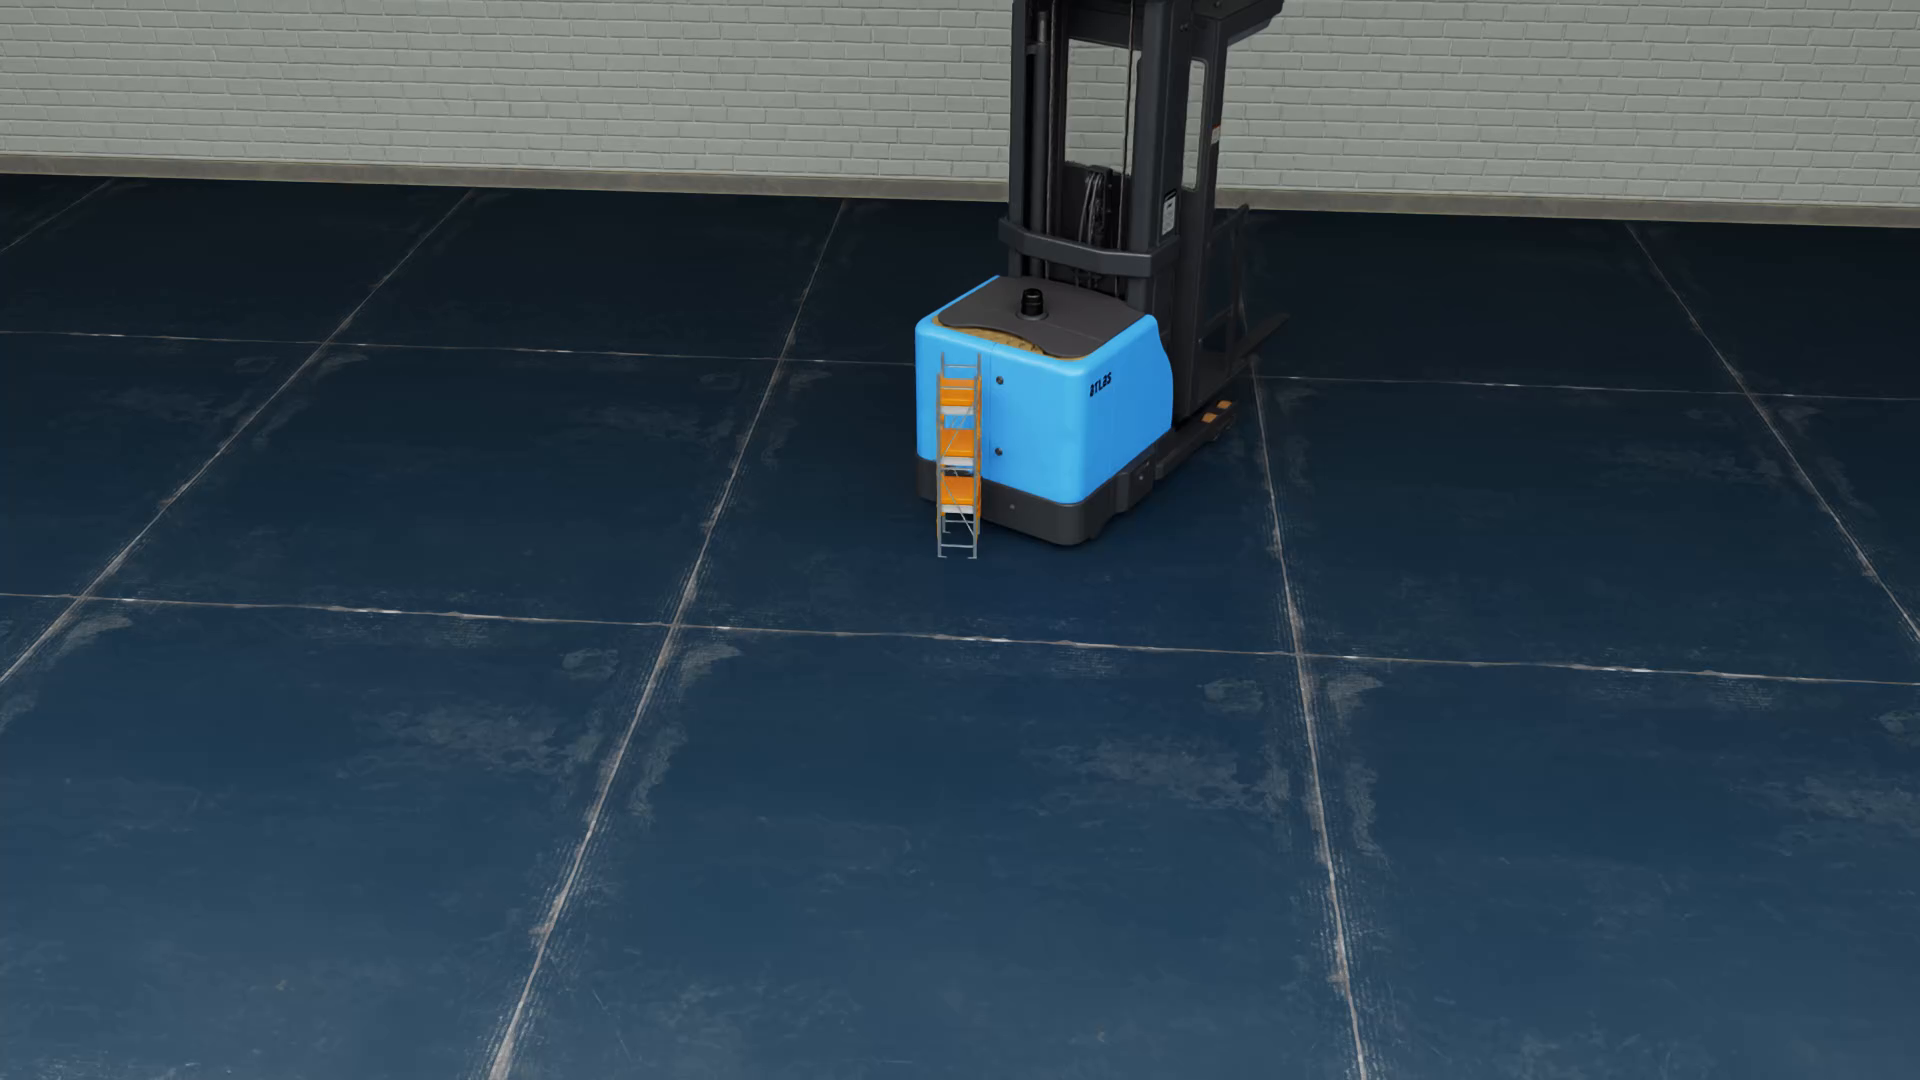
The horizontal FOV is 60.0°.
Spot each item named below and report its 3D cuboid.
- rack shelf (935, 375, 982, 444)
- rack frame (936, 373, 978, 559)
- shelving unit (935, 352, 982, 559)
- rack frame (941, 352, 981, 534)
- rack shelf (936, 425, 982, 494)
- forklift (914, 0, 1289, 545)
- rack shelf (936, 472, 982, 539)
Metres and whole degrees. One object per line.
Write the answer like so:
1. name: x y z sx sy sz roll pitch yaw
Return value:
1. rack shelf: -0.004 -0.652 8.286 0.215 0.259 0.240 2 32 4
2. rack frame: -0.014 -0.355 8.326 0.200 1.050 0.008 2 32 4
3. shelving unit: -0.004 -0.419 8.429 0.215 1.050 0.252 2 32 4
4. rack frame: 0.006 -0.483 8.533 0.200 1.050 0.008 2 32 4
5. rack shelf: -0.004 -0.410 8.435 0.215 0.259 0.240 2 32 4
6. forklift: 0.994 -1.948 9.118 1.130 2.935 3.031 19 37 28
7. rack shelf: -0.004 -0.173 8.581 0.215 0.259 0.240 2 32 4
